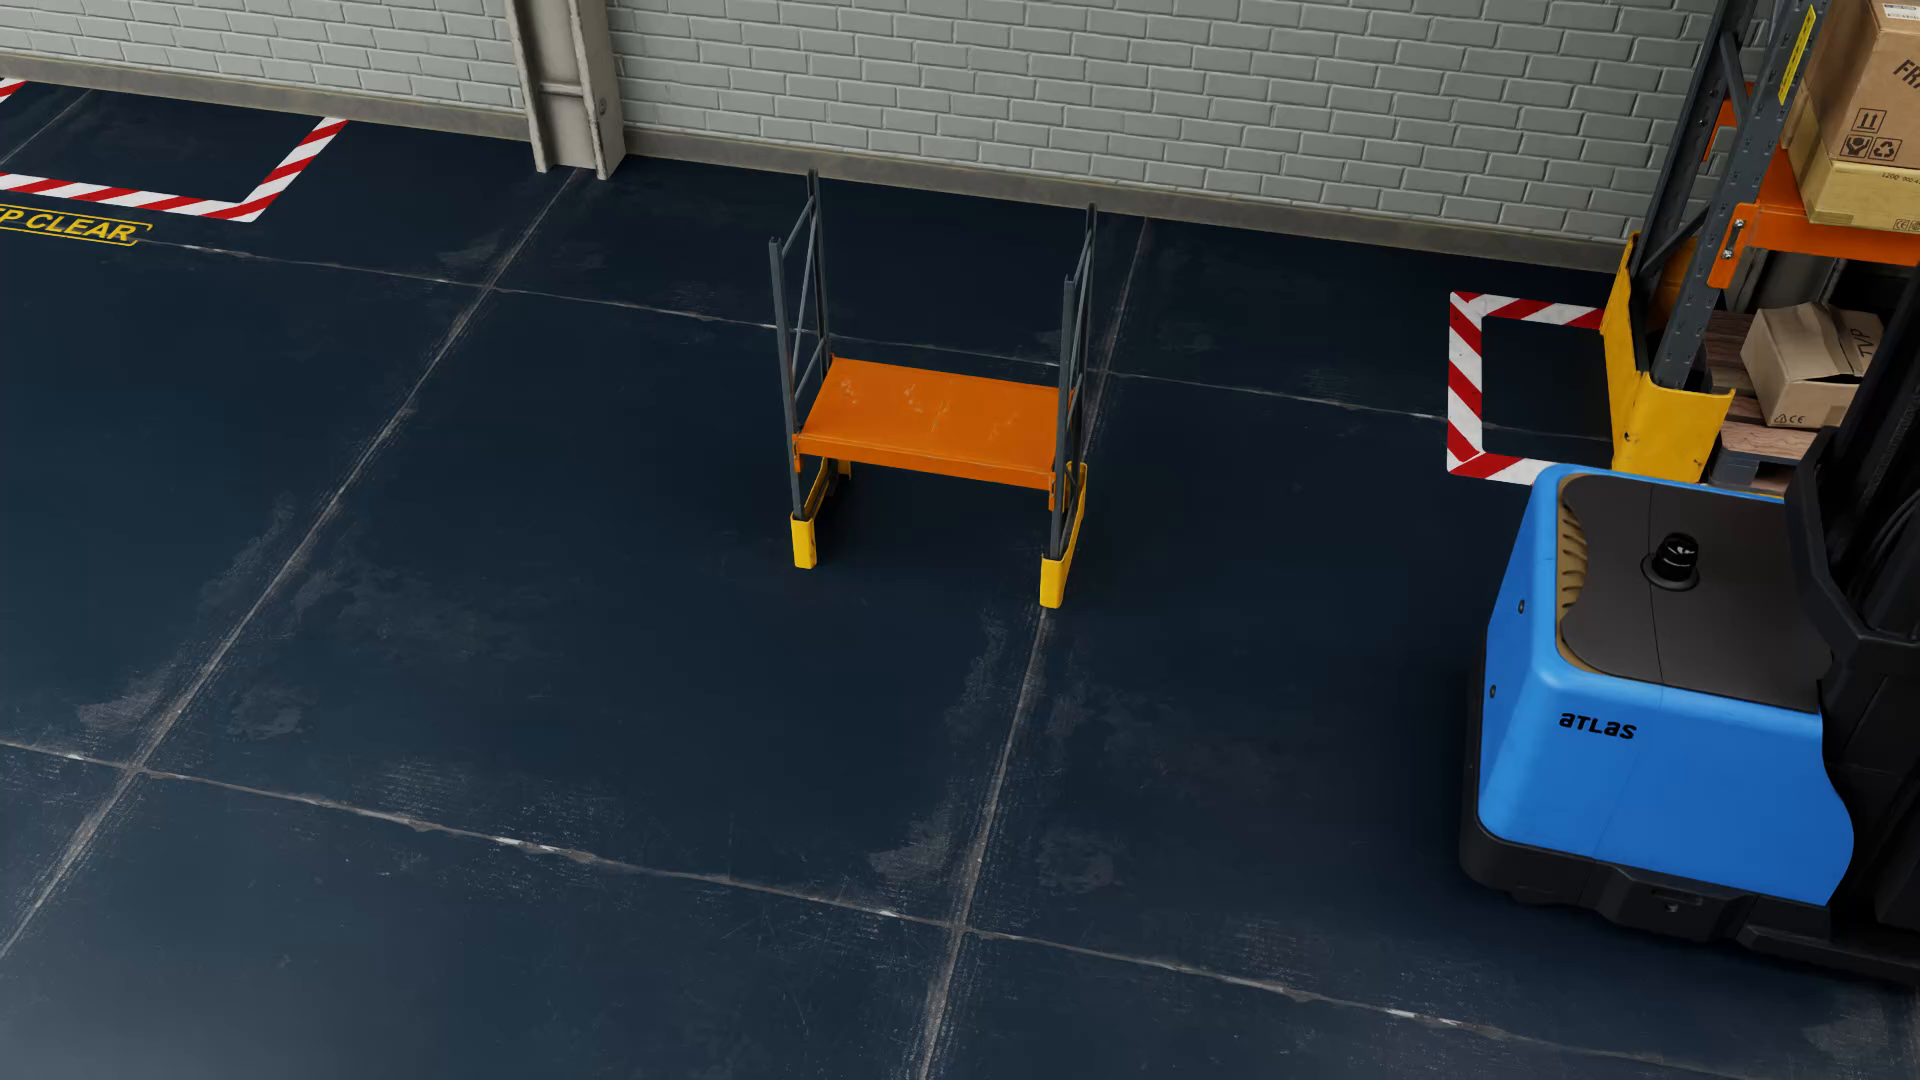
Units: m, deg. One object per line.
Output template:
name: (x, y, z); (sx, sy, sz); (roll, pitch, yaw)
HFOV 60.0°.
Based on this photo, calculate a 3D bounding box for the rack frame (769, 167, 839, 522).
rack frame: (-0.579, -0.630, 6.323); (0.032, 1.500, 0.500); (9, 45, 9)

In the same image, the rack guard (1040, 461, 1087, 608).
rack guard: (0.412, -0.026, 6.597); (0.087, 0.250, 0.587); (9, 45, 9)

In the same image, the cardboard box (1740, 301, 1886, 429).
cardboard box: (3.632, -0.736, 6.973); (0.500, 0.311, 0.500); (4, 44, 4)

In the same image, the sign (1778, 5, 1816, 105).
sign: (2.858, -1.656, 5.683); (0.005, 0.325, 0.100); (9, 45, 9)

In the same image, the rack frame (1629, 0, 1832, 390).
rack frame: (2.976, -1.711, 6.365); (0.127, 3.000, 1.000); (9, 45, 9)

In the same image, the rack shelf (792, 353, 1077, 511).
rack shelf: (-0.083, -0.424, 6.368); (1.000, 0.185, 0.538); (9, 45, 9)

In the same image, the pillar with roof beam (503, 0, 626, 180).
pillar with roof beam: (-2.947, -2.347, 2.700); (0.400, 9.000, 9.100); (9, 45, 9)

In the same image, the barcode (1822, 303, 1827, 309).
barcode: (3.737, -1.007, 7.248); (0.075, 0.075, 0.001); (9, 45, 9)

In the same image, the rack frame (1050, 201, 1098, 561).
rack frame: (0.413, -0.476, 6.163); (0.032, 1.500, 0.500); (9, 45, 9)

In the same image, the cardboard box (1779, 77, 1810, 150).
cardboard box: (3.475, -1.725, 6.473); (0.500, 0.250, 0.500); (9, 45, 10)

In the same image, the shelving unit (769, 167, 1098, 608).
shelving unit: (-0.074, -0.552, 6.242); (1.083, 1.500, 0.587); (9, 45, 9)

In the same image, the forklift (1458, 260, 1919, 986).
forklift: (3.237, 0.037, 4.598); (3.031, 2.935, 1.130); (11, 45, 11)

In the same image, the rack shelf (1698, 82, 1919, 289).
rack shelf: (4.928, -1.149, 6.300); (4.000, 0.370, 1.077); (9, 45, 9)

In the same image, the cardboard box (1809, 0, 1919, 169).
cardboard box: (3.377, -1.659, 5.864); (0.500, 0.500, 0.500); (9, 45, 9)

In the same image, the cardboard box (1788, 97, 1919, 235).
cardboard box: (3.383, -1.376, 6.110); (0.500, 0.250, 0.500); (8, 44, 8)

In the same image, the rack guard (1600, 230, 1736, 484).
rack guard: (3.050, -0.799, 7.220); (0.348, 0.500, 1.175); (9, 45, 9)

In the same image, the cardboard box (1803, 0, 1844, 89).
cardboard box: (3.483, -2.007, 6.225); (0.500, 0.500, 0.500); (8, 45, 9)

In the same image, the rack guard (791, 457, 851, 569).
rack guard: (-0.560, -0.177, 6.754); (0.087, 0.250, 0.587); (9, 45, 9)

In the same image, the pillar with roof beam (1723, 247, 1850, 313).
pillar with roof beam: (2.908, -1.439, 1.756); (0.400, 9.000, 9.100); (9, 45, 9)

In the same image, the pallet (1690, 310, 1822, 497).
pallet: (3.836, -0.548, 7.168); (1.213, 0.211, 1.003); (9, 45, 9)
